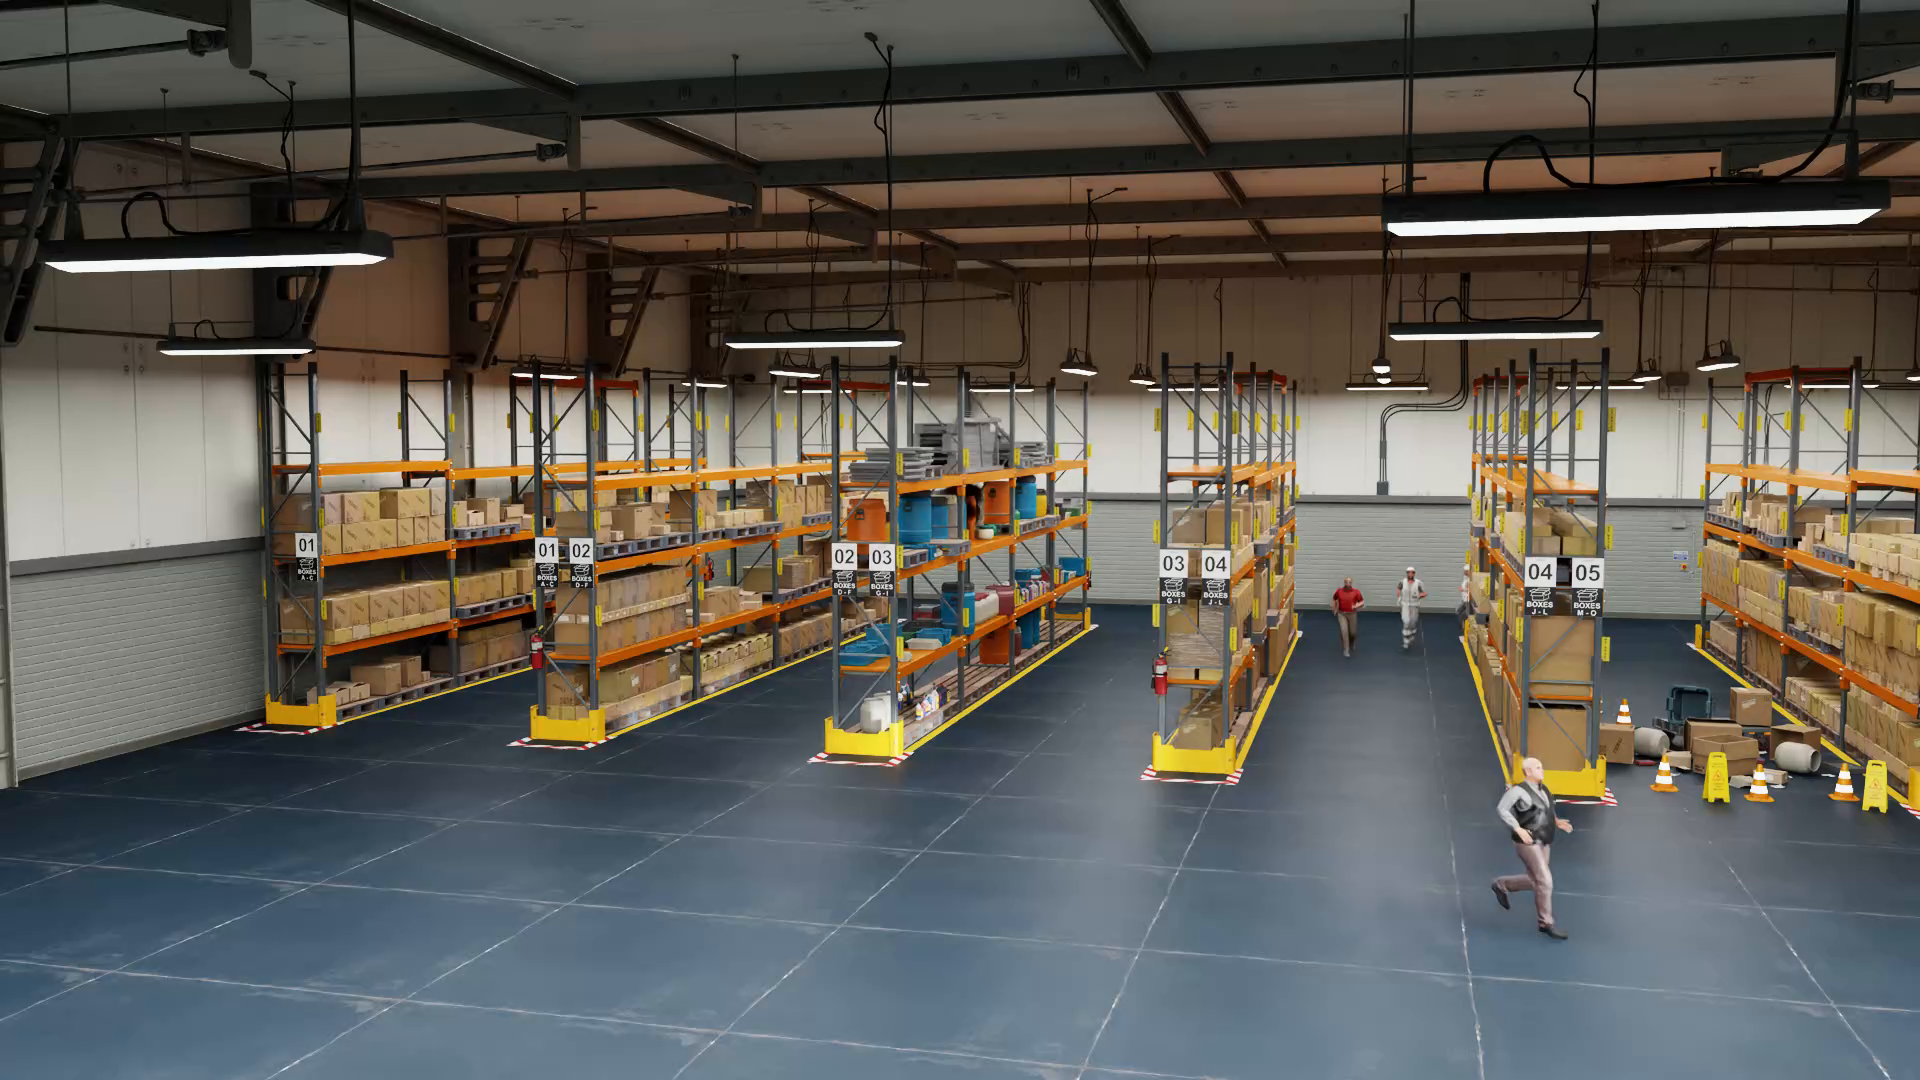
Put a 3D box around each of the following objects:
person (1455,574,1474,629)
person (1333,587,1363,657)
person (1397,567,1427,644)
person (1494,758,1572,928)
[{"bbox_3d":[12.083,1.452,39.312,0.652,1.404,0.616,0,4,2],"label":"person"},{"bbox_3d":[8.321,1.736,35.704,0.641,1.498,0.788,1,4,14],"label":"person"},{"bbox_3d":[9.996,1.433,36.808,0.642,1.698,0.756,1,4,17],"label":"person"},{"bbox_3d":[5.610,2.965,16.447,0.662,1.640,0.778,-4,5,-42],"label":"person"}]
